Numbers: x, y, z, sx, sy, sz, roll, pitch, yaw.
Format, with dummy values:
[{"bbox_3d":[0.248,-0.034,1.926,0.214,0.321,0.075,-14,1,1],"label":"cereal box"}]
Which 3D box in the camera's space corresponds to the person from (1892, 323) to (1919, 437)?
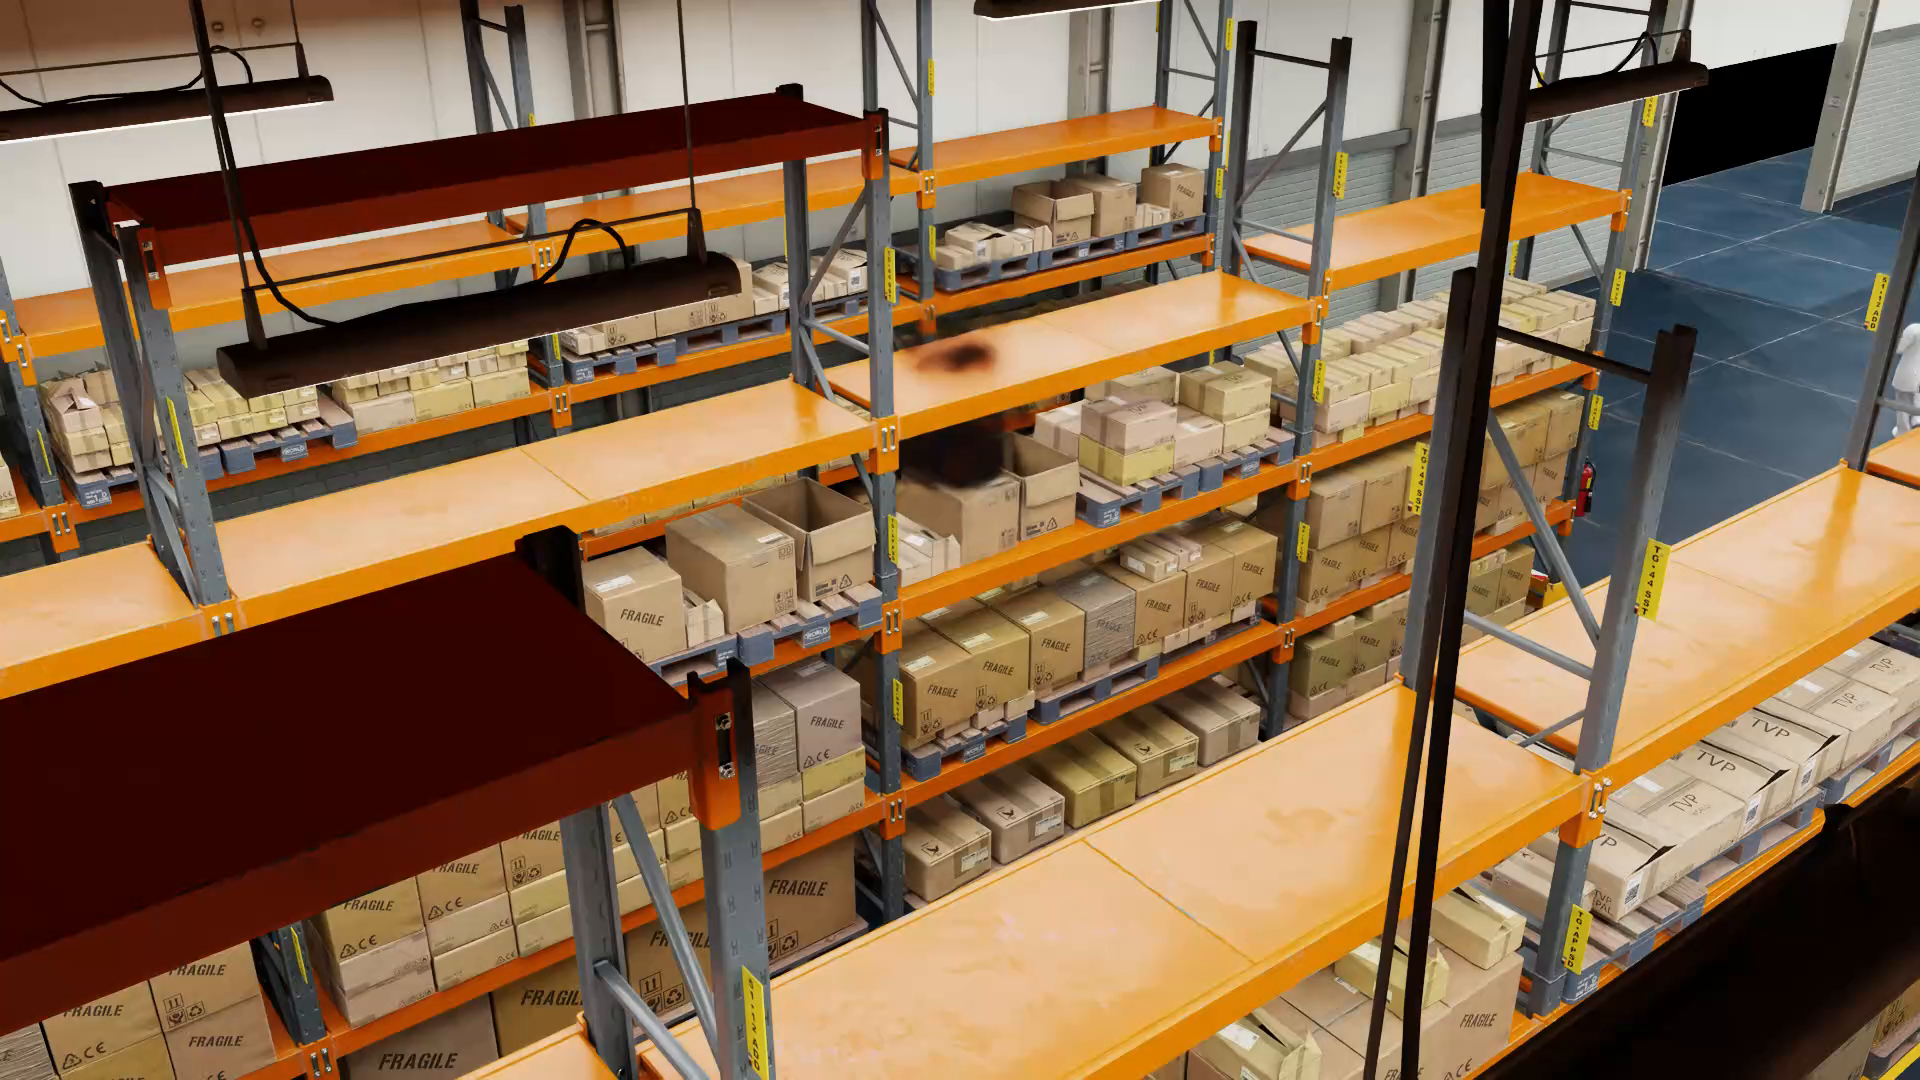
[{"bbox_3d":[11.742,-2.104,20.412,0.694,1.744,0.642,4,26,8],"label":"person"}]
